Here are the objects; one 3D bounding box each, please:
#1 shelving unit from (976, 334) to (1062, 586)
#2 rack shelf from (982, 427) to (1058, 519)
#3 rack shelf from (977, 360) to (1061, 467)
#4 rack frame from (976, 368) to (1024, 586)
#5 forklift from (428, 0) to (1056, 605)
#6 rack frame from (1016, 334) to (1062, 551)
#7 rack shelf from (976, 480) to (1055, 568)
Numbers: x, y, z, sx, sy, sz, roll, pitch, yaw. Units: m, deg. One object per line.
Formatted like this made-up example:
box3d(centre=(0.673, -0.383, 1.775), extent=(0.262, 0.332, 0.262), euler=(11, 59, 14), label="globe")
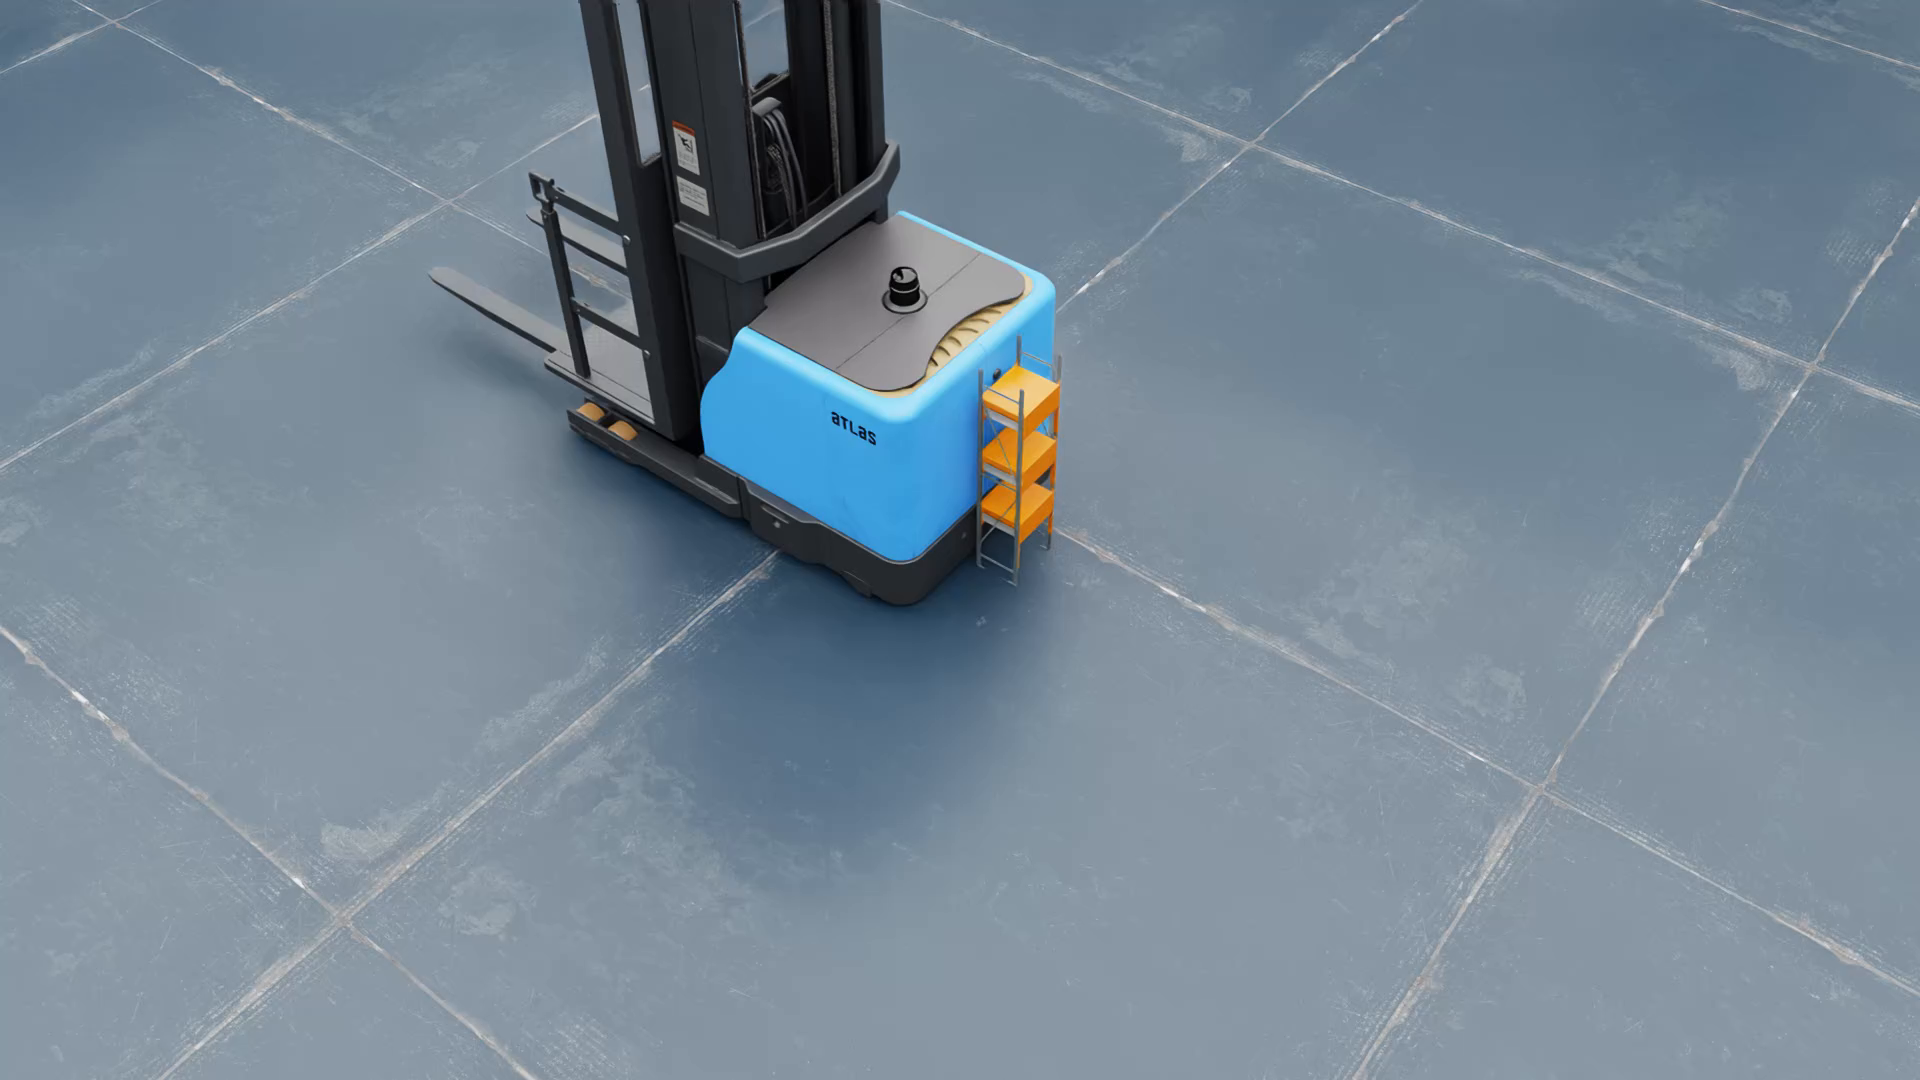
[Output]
box3d(centre=(0.222, -0.289, 6.465), extent=(0.215, 1.050, 0.252), euler=(28, 52, 24), label="shelving unit")
box3d(centre=(0.222, -0.282, 6.473), extent=(0.215, 0.259, 0.240), euler=(28, 52, 24), label="rack shelf")
box3d(centre=(0.222, -0.478, 6.267), extent=(0.215, 0.259, 0.240), euler=(28, 52, 24), label="rack shelf")
box3d(centre=(0.149, -0.218, 6.397), extent=(0.200, 1.050, 0.008), euler=(28, 52, 24), label="rack frame")
box3d(centre=(-1.095, -1.640, 6.455), extent=(3.031, 2.935, 1.130), euler=(29, 53, 25), label="forklift")
box3d(centre=(0.294, -0.360, 6.533), extent=(0.200, 1.050, 0.008), euler=(28, 52, 24), label="rack frame")
box3d(centre=(0.222, -0.090, 6.674), extent=(0.215, 0.259, 0.240), euler=(28, 52, 24), label="rack shelf")
